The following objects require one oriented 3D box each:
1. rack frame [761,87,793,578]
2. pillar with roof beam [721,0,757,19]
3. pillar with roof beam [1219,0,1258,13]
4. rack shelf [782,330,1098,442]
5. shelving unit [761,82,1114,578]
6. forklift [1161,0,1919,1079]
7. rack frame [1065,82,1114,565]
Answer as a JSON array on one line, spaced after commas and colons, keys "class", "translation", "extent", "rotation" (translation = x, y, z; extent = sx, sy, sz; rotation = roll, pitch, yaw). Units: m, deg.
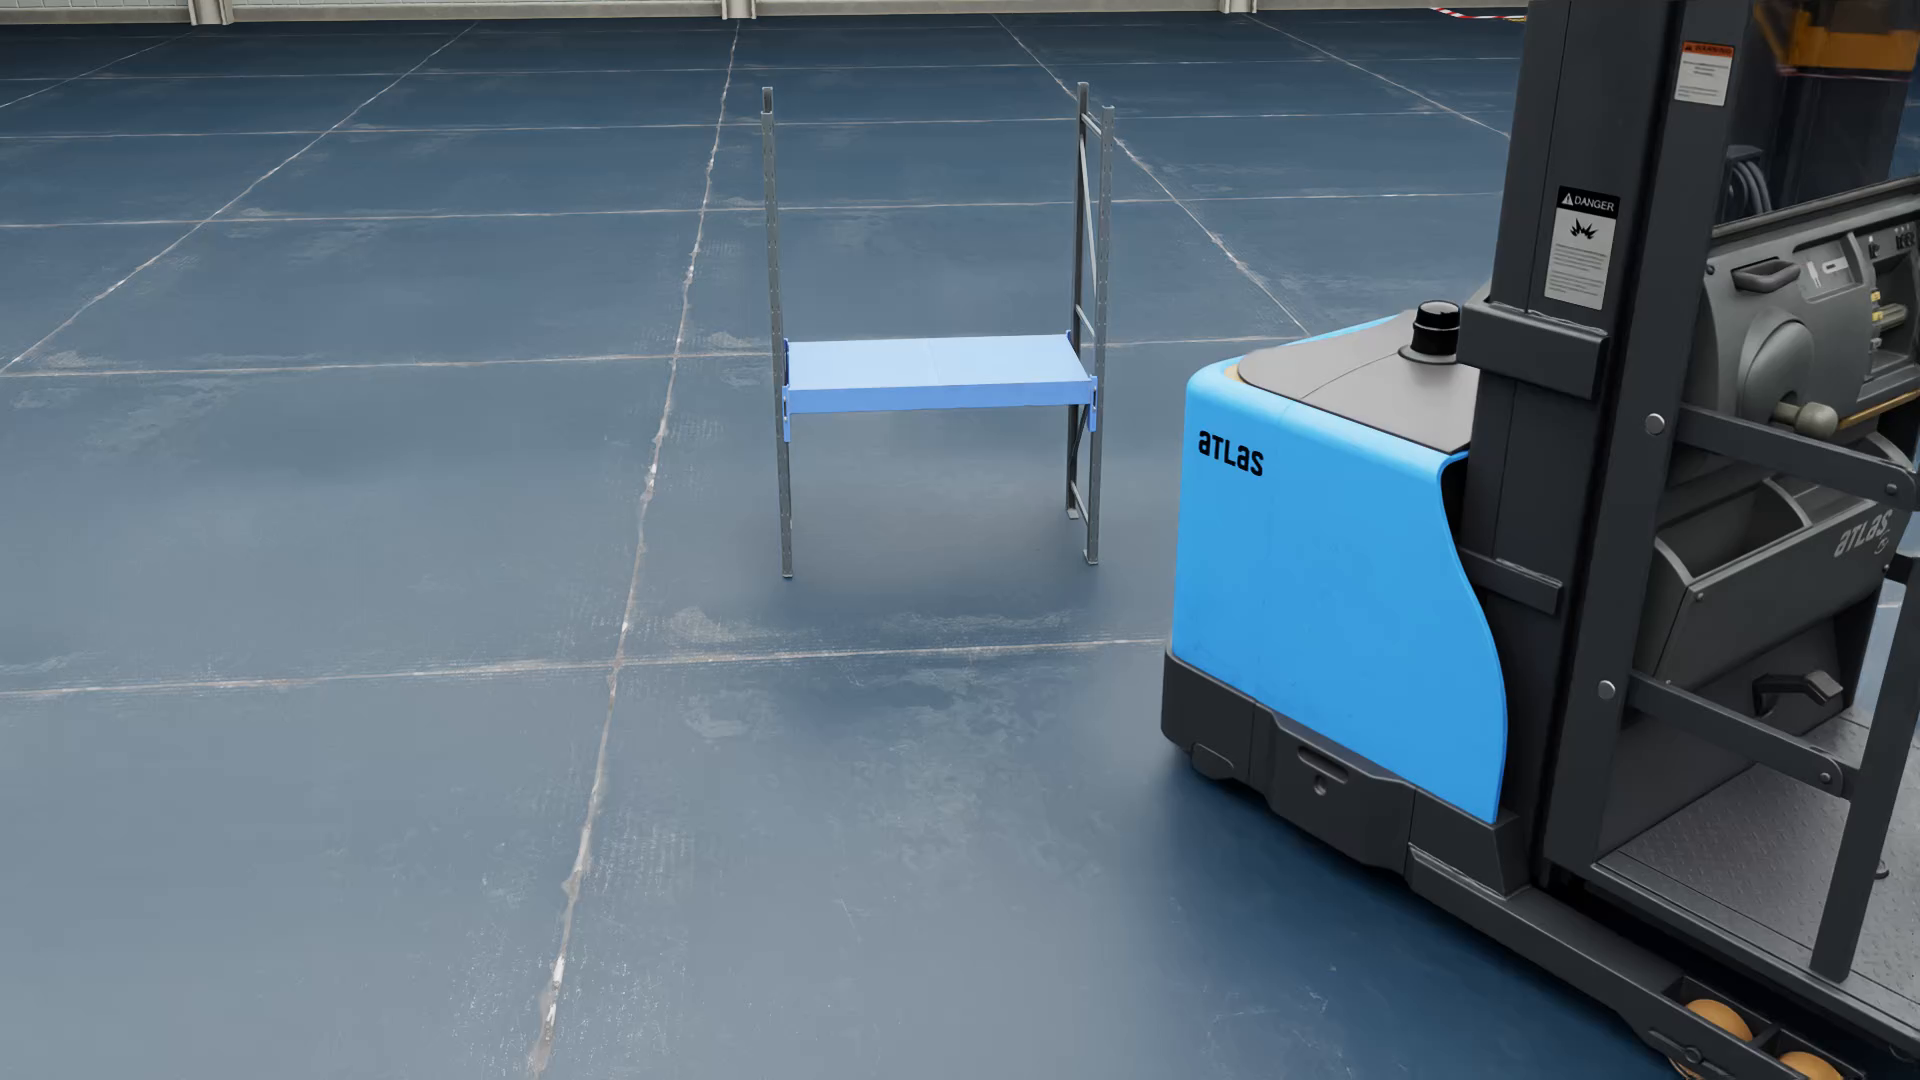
[{"class": "rack frame", "translation": [-0.591, -0.662, 5.392], "extent": [0.032, 1.500, 0.500], "rotation": [-2, 24, -5]}, {"class": "pillar with roof beam", "translation": [13.065, -5.624, 7.324], "extent": [29.331, 9.000, 26.411], "rotation": [-2, 24, -5]}, {"class": "pillar with roof beam", "translation": [3.790, -8.785, 14.435], "extent": [0.400, 9.000, 9.100], "rotation": [-2, 24, -5]}, {"class": "rack shelf", "translation": [-0.085, -0.518, 5.511], "extent": [1.000, 0.185, 0.538], "rotation": [-2, 24, -5]}, {"class": "shelving unit", "translation": [-0.085, -0.682, 5.438], "extent": [1.048, 1.500, 0.538], "rotation": [-2, 24, -5]}, {"class": "forklift", "translation": [1.831, -0.419, 3.083], "extent": [1.130, 2.935, 3.031], "rotation": [-17, 29, -34]}, {"class": "rack frame", "translation": [0.421, -0.702, 5.483], "extent": [0.032, 1.500, 0.500], "rotation": [-2, 24, -5]}]
